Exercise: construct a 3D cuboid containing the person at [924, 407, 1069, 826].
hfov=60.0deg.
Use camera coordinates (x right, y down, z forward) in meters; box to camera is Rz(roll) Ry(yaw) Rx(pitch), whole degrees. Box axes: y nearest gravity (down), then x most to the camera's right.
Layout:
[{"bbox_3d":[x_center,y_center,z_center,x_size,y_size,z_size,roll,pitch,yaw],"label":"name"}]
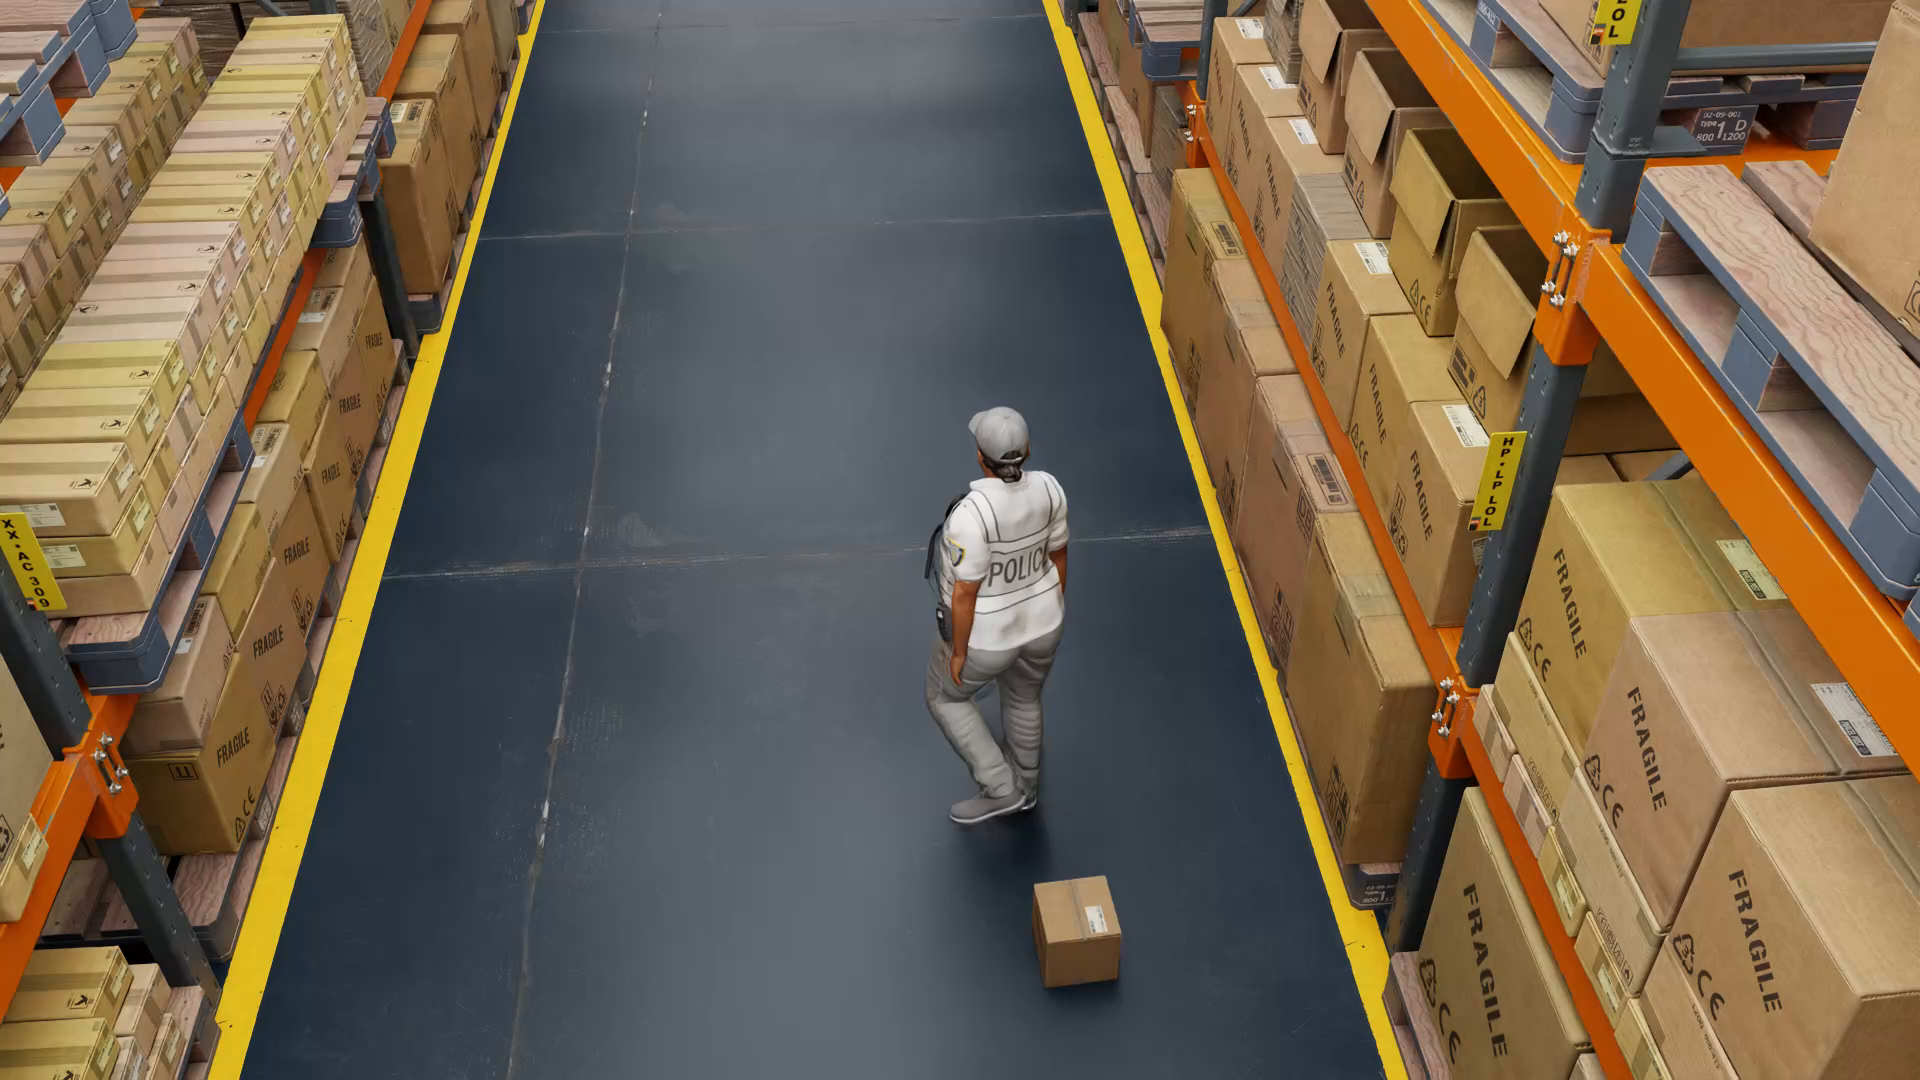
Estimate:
[{"bbox_3d":[0.145,0.307,5.771,0.553,1.656,0.550,-23,45,-26],"label":"person"}]
